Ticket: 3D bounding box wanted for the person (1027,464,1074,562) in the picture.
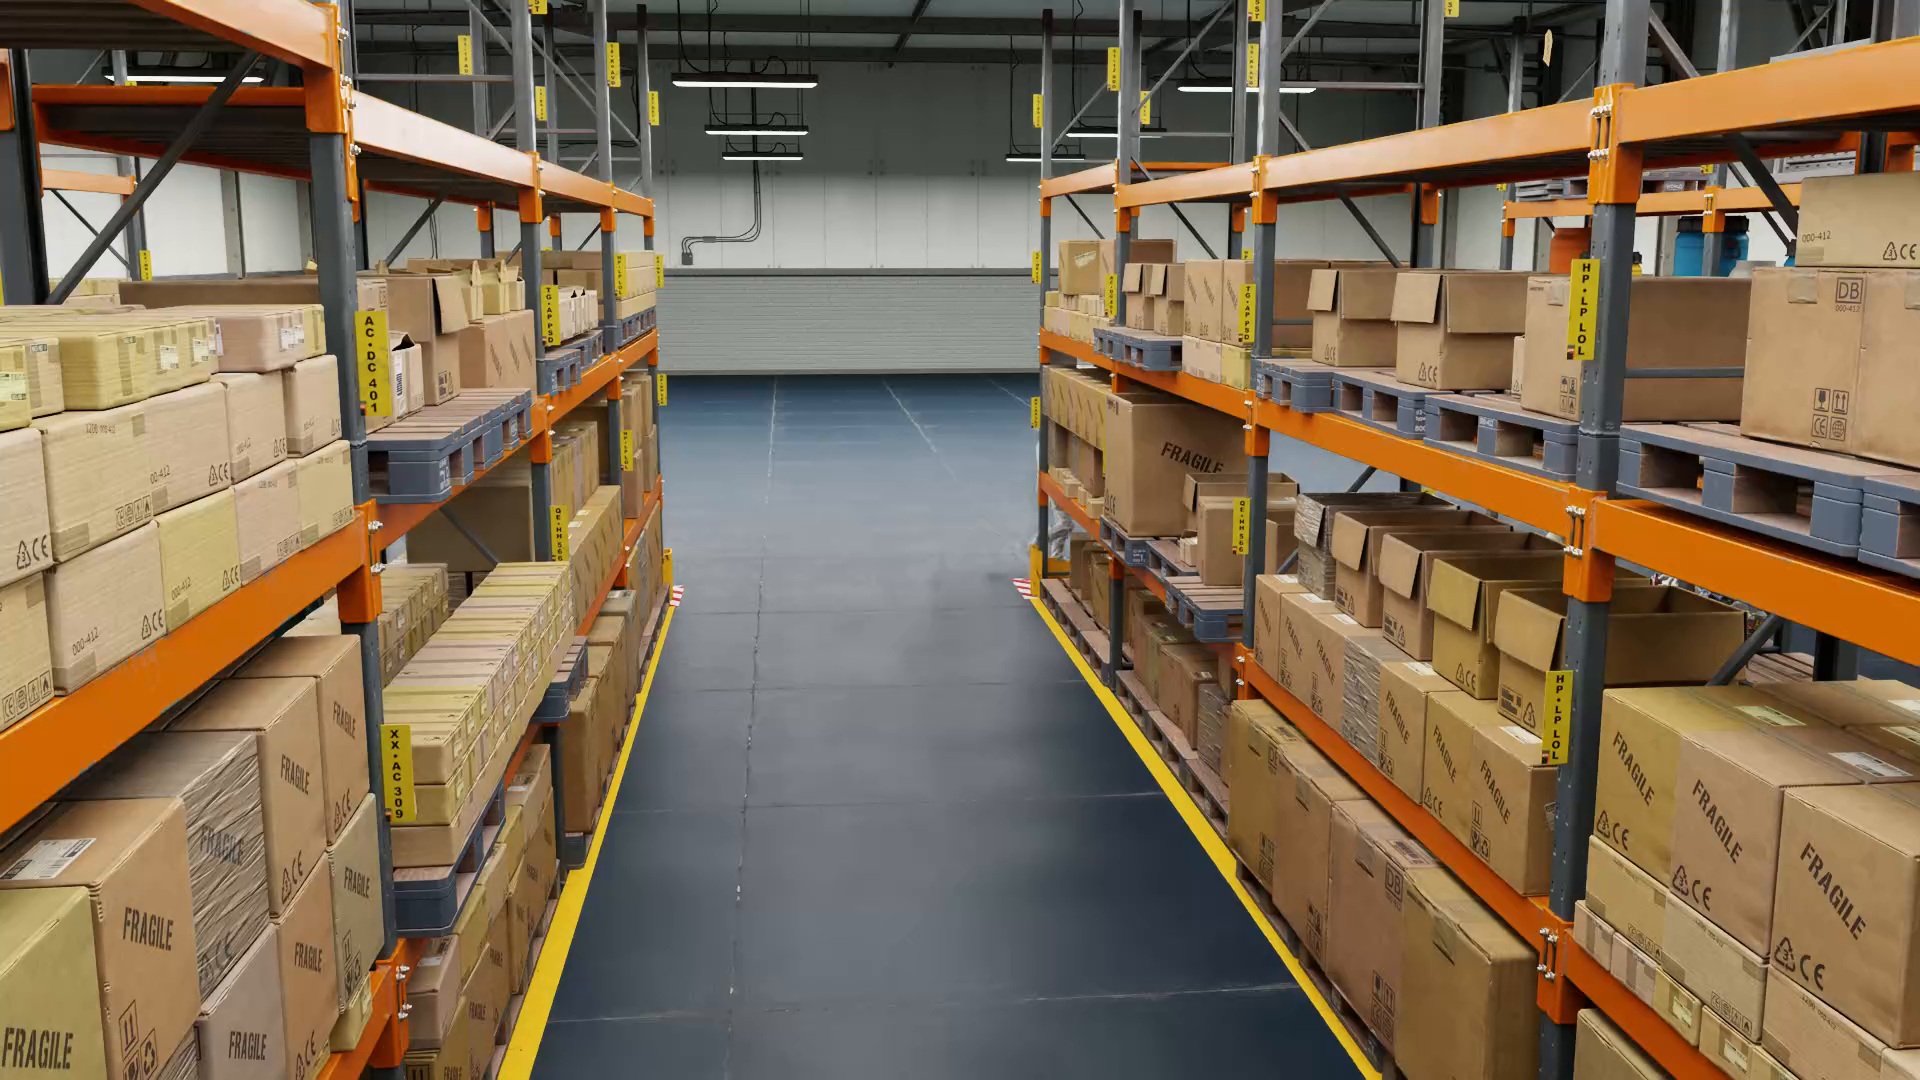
[{"bbox_3d":[1.063,-0.550,18.914,0.632,1.771,0.619,-1,10,-6],"label":"person"}]
